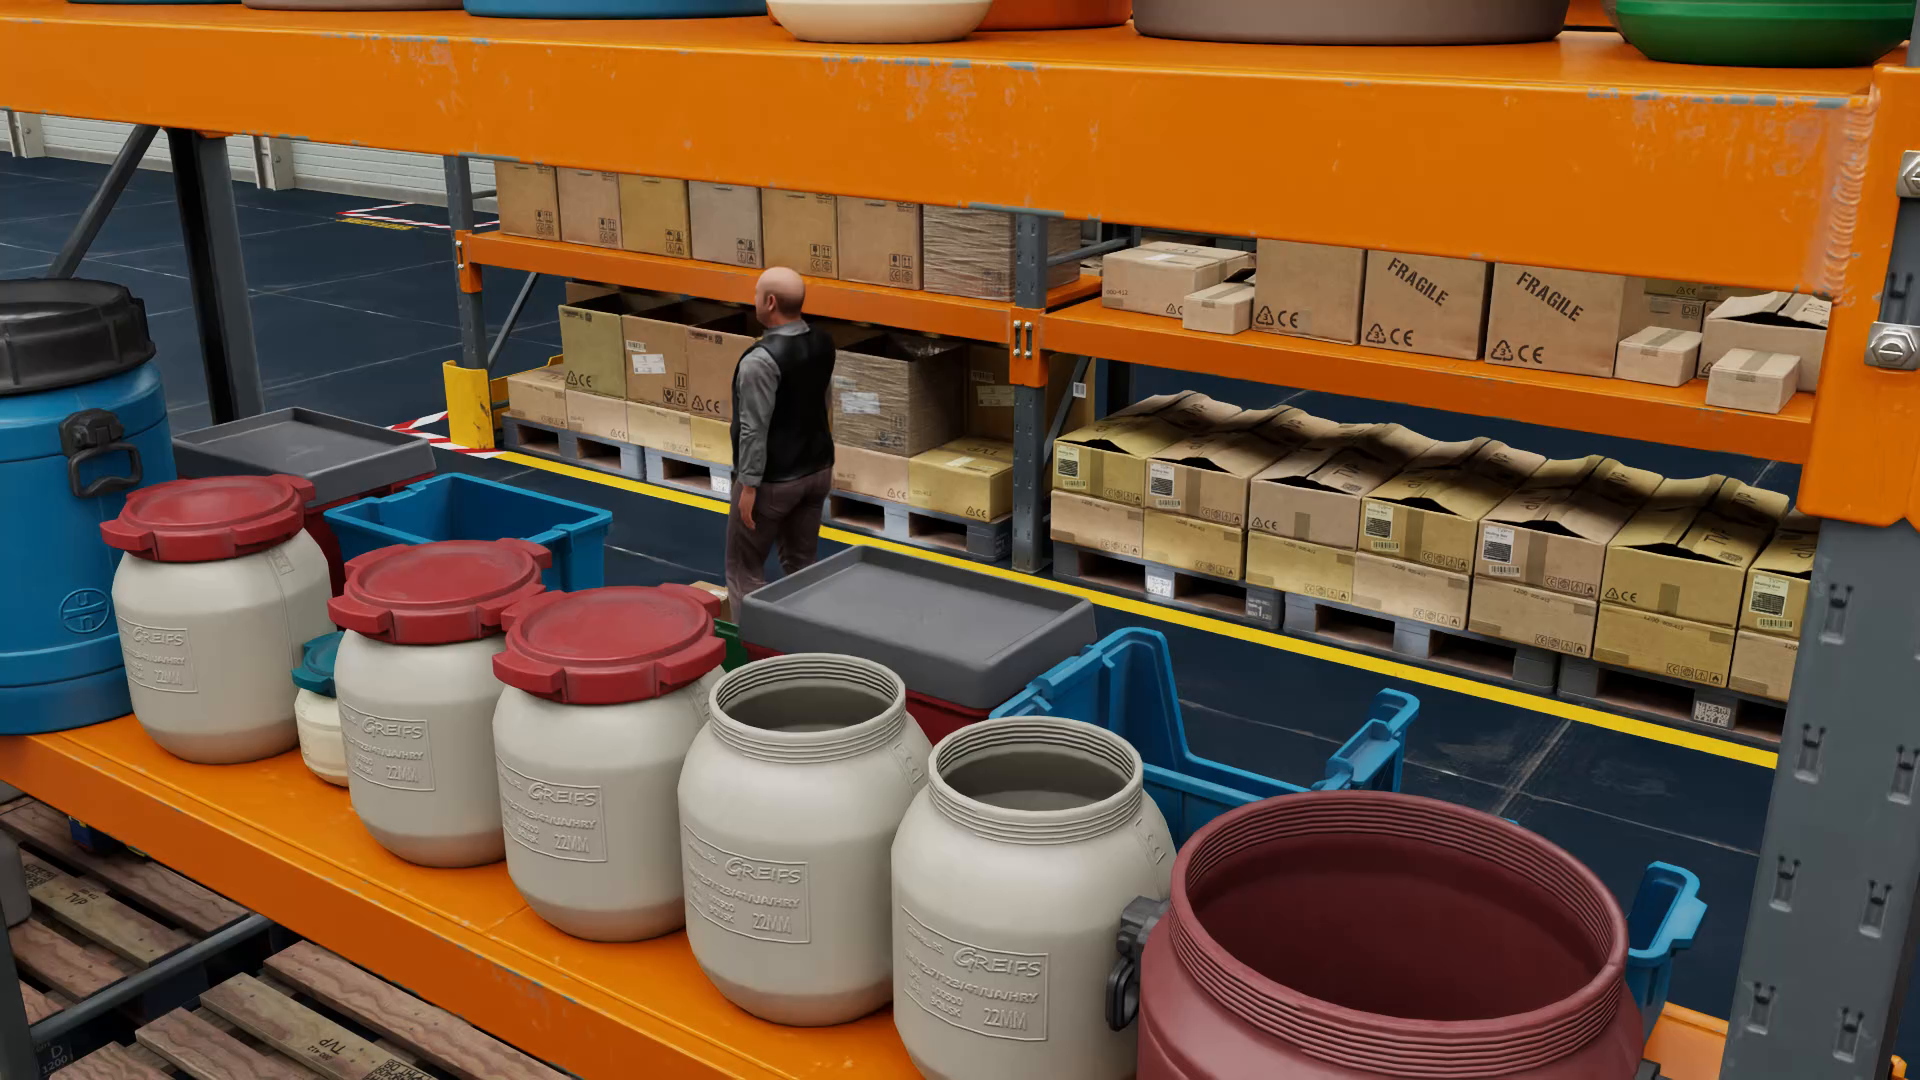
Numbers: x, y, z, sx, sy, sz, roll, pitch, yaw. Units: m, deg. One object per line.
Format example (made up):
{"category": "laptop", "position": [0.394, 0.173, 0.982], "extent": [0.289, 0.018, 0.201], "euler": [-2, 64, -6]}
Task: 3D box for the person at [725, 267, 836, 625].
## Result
{"category": "person", "position": [-0.762, -0.242, 6.798], "extent": [0.466, 1.772, 0.571], "euler": [14, 24, 35]}
